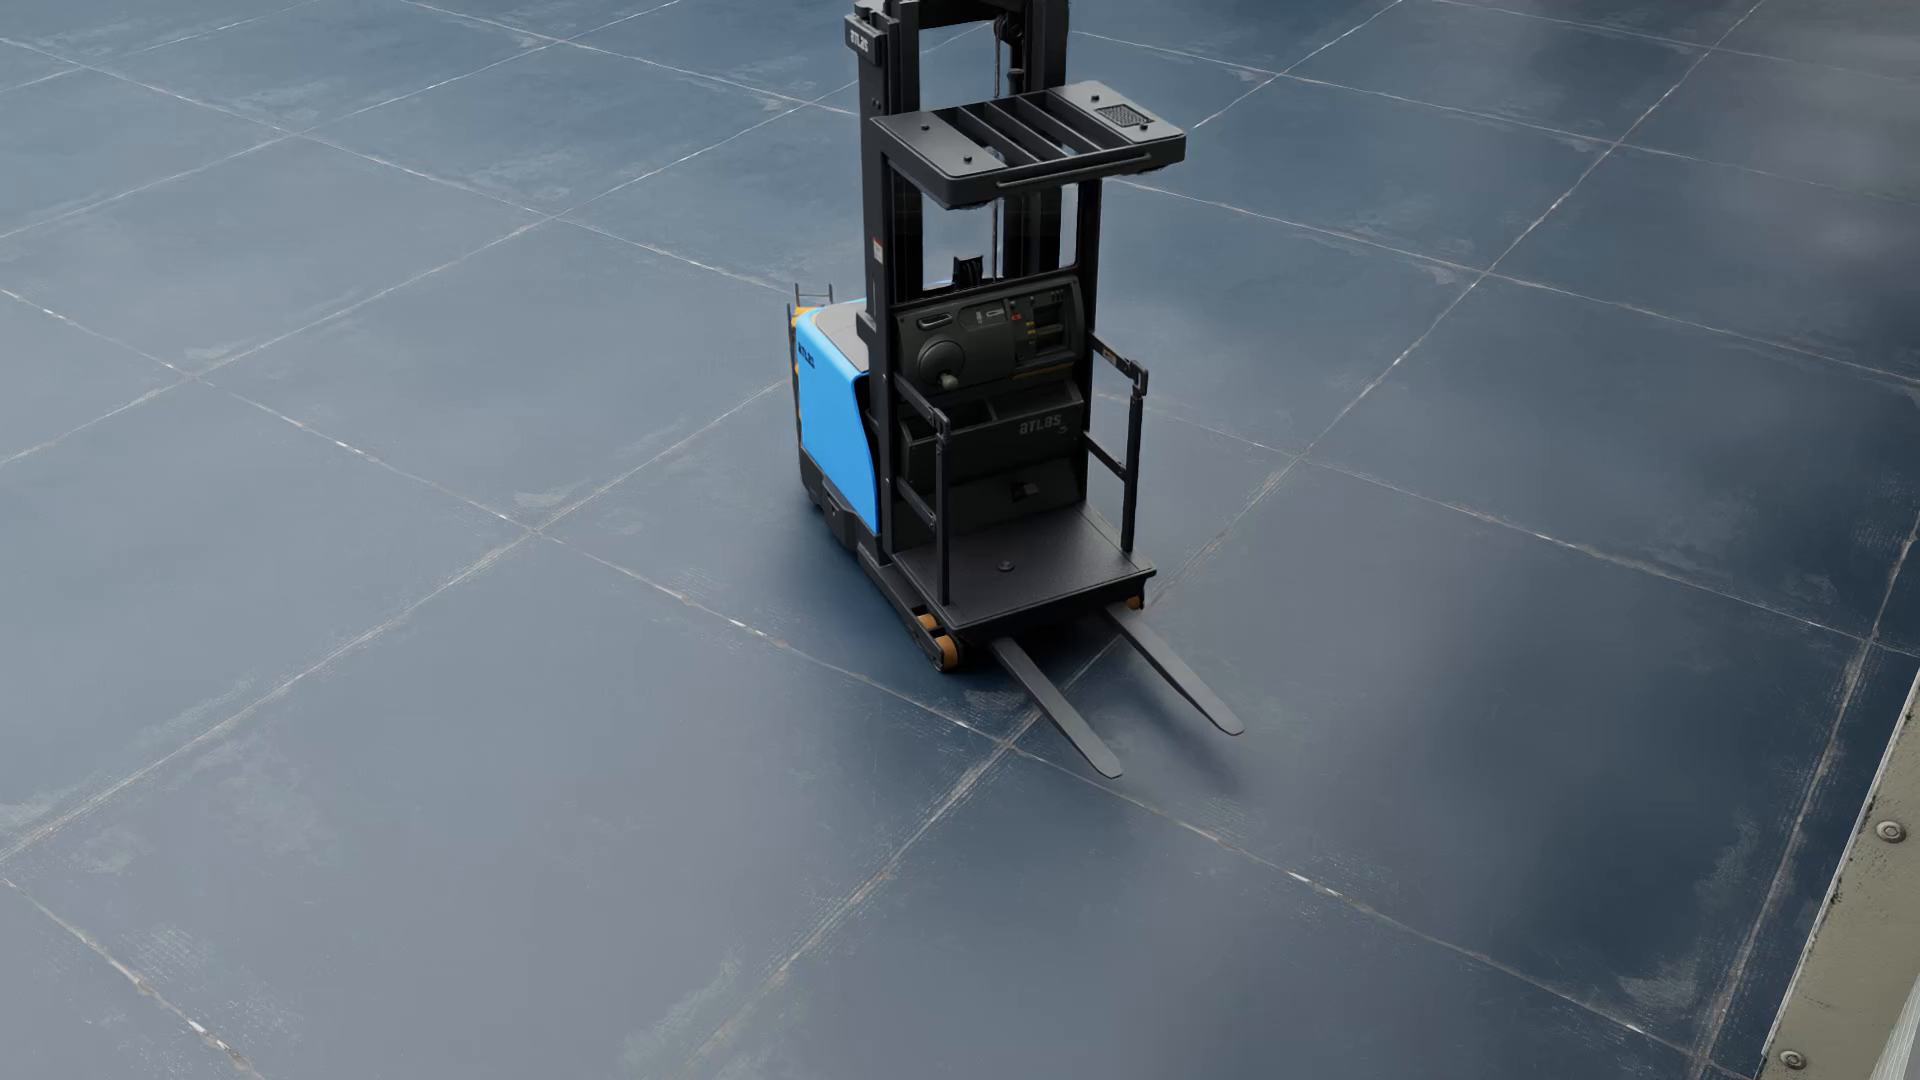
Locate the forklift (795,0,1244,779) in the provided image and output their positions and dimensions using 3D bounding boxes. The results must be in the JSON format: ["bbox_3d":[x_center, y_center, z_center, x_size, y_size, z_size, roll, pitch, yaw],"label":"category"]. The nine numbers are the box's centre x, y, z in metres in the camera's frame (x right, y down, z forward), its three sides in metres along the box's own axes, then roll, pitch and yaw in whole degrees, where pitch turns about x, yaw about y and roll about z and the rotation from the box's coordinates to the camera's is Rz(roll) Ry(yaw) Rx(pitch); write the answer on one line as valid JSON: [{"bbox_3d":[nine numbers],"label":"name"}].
[{"bbox_3d":[0.245,-0.883,7.439,1.130,2.935,3.031,-16,37,-22],"label":"forklift"}]

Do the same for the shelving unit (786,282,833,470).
[{"bbox_3d":[-0.788,-0.873,9.098,0.215,1.050,0.252,2,35,5],"label":"shelving unit"}]

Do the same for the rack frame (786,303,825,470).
[{"bbox_3d":[-0.800,-0.804,8.998,0.200,1.050,0.008,2,35,5],"label":"rack frame"}]

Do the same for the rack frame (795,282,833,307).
[{"bbox_3d":[-0.776,-0.941,9.198,0.200,1.050,0.008,2,35,5],"label":"rack frame"}]

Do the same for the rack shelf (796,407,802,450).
[{"bbox_3d":[-0.783,-0.635,9.261,0.215,0.259,0.240,2,35,5],"label":"rack shelf"}]

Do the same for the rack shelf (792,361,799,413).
[{"bbox_3d":[-0.788,-0.864,9.104,0.215,0.259,0.240,2,35,5],"label":"rack shelf"}]

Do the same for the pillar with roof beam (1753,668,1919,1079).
[{"bbox_3d":[-0.599,-3.131,5.346,9.100,9.000,0.400,21,39,28],"label":"pillar with roof beam"}]

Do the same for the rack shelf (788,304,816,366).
[{"bbox_3d":[-0.793,-1.098,8.944,0.215,0.259,0.240,2,35,5],"label":"rack shelf"}]
